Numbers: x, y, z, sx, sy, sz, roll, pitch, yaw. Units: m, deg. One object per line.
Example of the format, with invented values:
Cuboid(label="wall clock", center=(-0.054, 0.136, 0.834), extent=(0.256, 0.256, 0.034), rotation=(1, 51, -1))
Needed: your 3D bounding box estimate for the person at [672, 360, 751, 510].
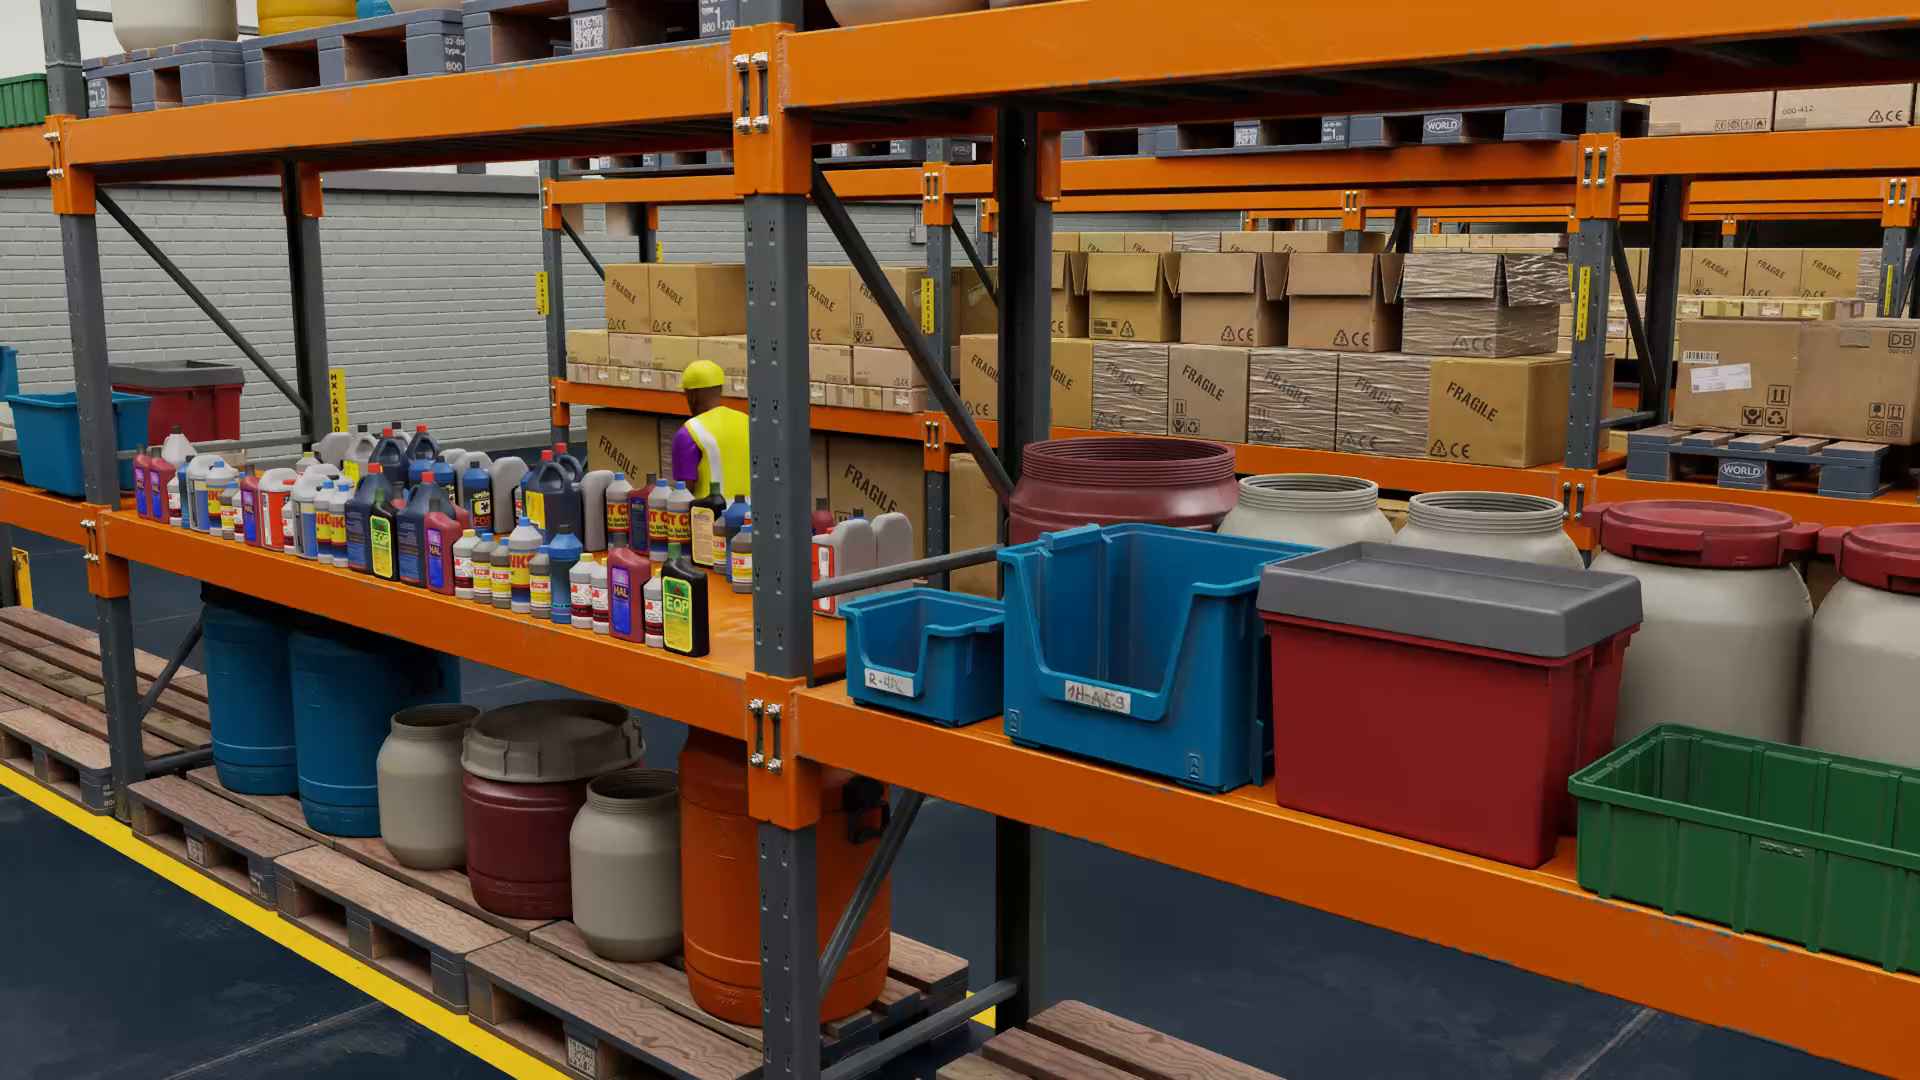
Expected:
Cuboid(label="person", center=(-1.263, -0.048, 8.617), extent=(0.435, 1.764, 0.595), rotation=(8, 13, 39))
